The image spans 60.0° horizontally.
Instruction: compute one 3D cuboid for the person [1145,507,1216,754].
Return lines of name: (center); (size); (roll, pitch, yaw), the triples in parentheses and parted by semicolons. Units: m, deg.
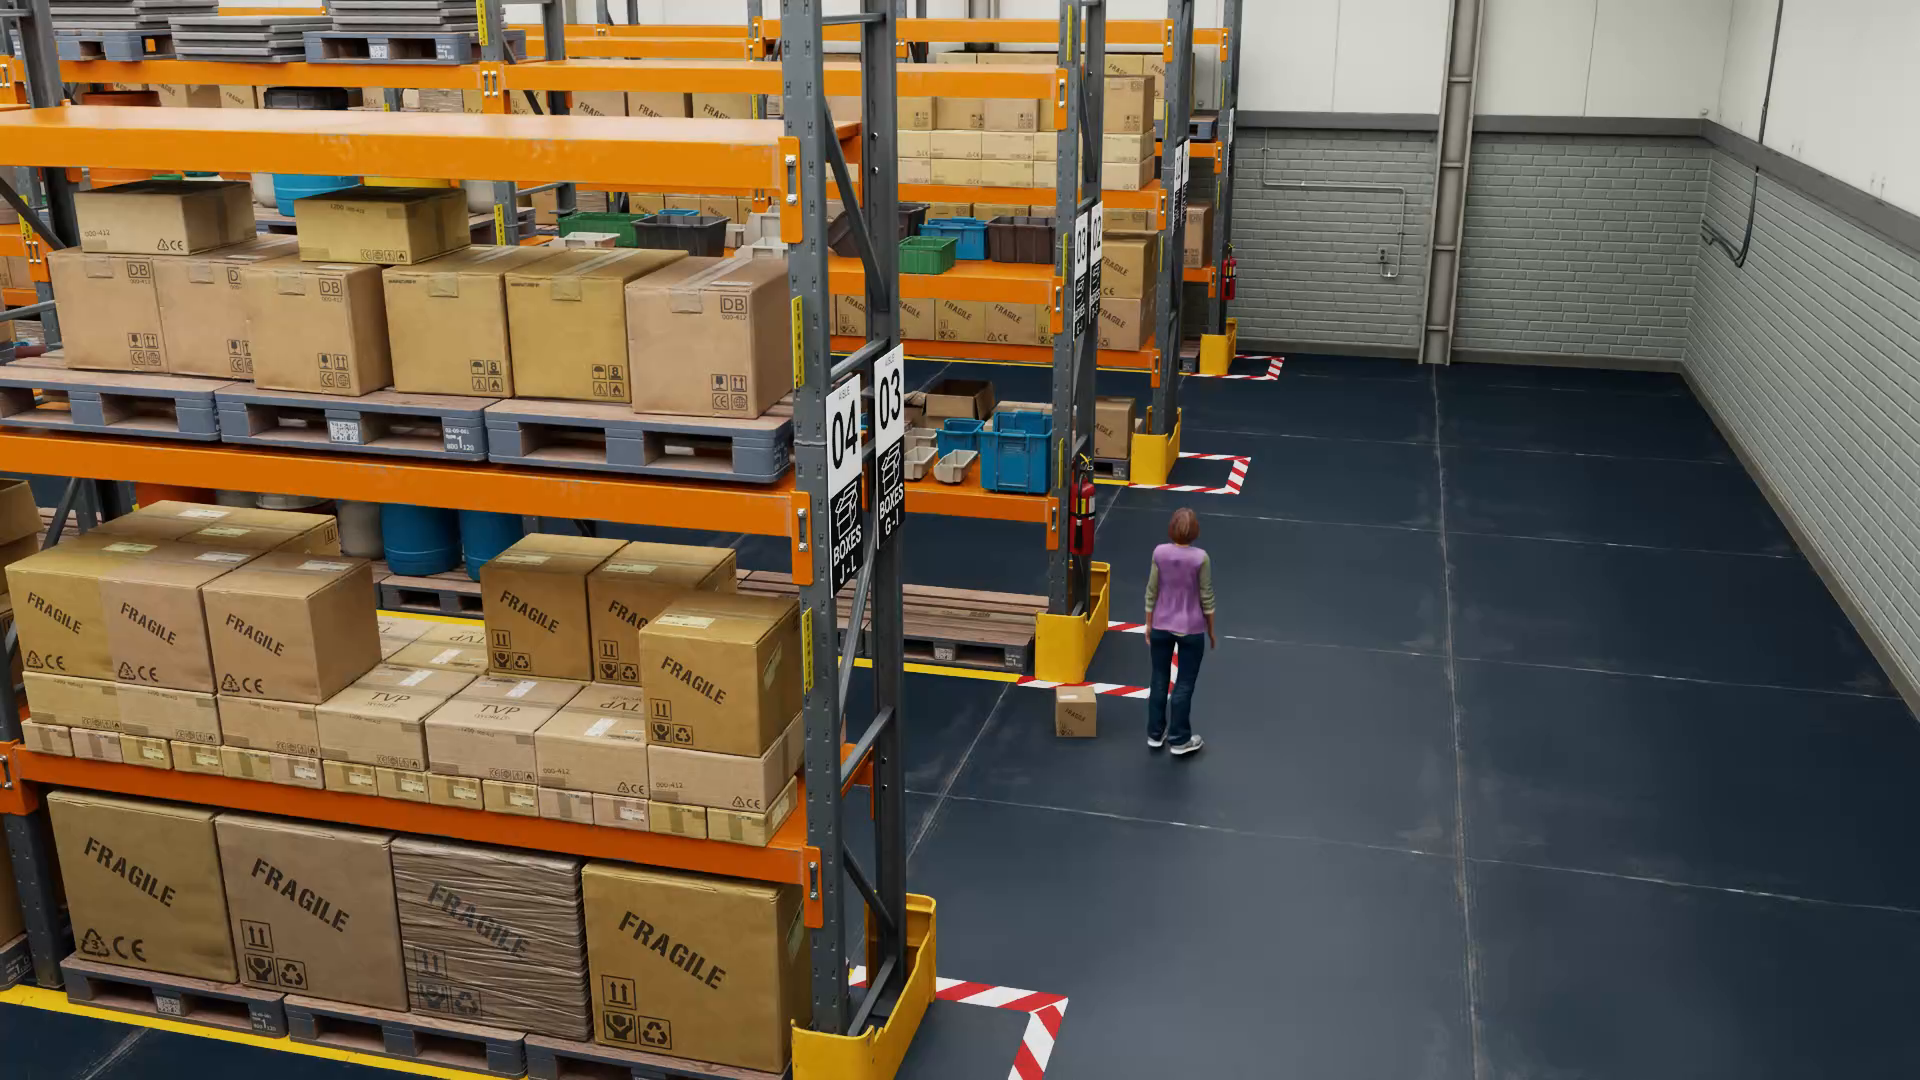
person: (1.371, 0.556, 10.355); (0.443, 1.603, 0.342); (8, 20, 21)
